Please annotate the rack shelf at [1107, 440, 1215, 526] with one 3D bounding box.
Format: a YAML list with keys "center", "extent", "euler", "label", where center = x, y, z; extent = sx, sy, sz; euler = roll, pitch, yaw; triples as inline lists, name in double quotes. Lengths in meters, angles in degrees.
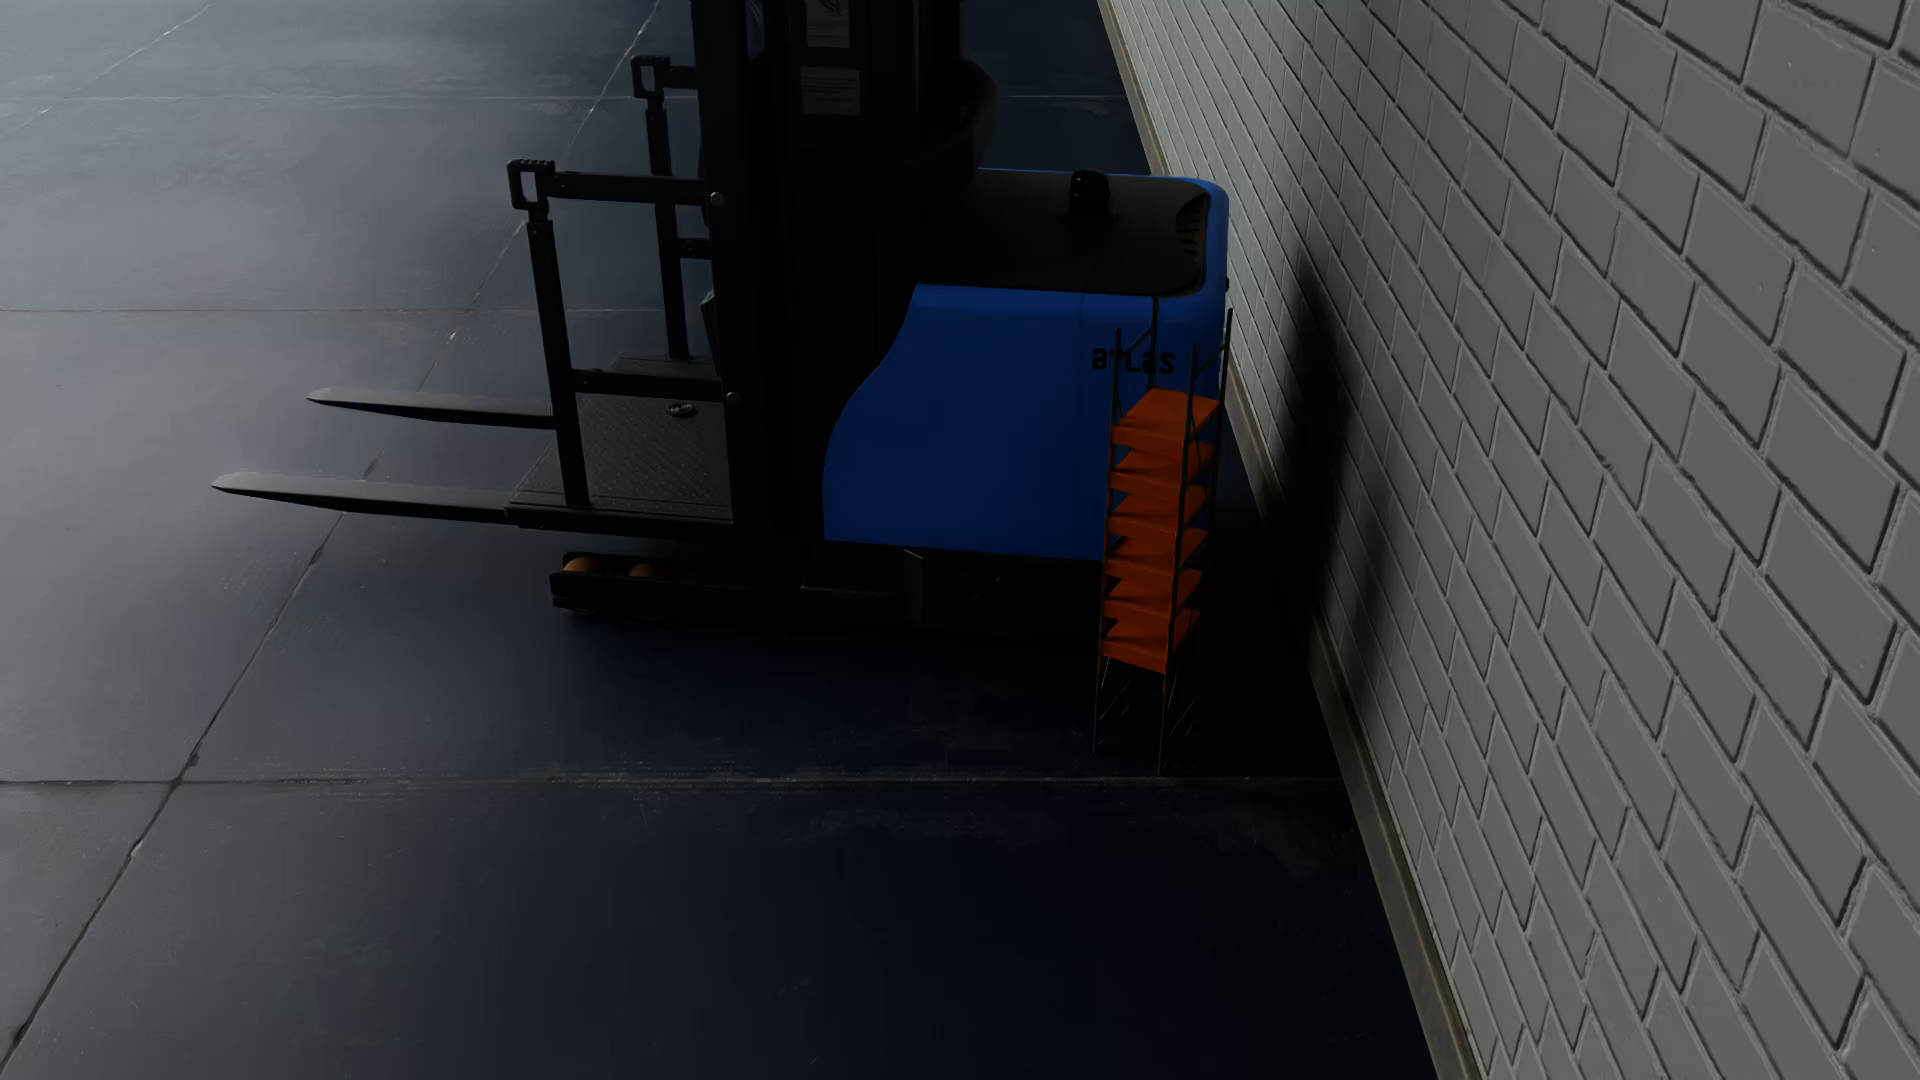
- center: [0.486, -0.155, 3.972]
  extent: [0.180, 0.103, 0.258]
  euler: [16, 35, 24]
  label: "rack shelf"

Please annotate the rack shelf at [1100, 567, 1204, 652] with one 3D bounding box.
- center: [0.486, 0.152, 4.159]
  extent: [0.180, 0.103, 0.258]
  euler: [16, 35, 24]
  label: "rack shelf"

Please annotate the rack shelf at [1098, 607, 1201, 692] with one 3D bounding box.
- center: [0.486, 0.255, 4.221]
  extent: [0.180, 0.103, 0.258]
  euler: [16, 35, 24]
  label: "rack shelf"

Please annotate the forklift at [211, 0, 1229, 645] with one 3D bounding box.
- center: [-0.751, -1.283, 4.540]
  extent: [3.031, 2.935, 1.130]
  euler: [4, 32, 7]
  label: "forklift"

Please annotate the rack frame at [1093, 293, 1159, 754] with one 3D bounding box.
- center: [0.406, -0.011, 4.111]
  extent: [0.006, 1.200, 0.240]
  euler: [16, 35, 24]
  label: "rack frame"

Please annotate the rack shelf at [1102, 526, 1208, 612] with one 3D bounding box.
- center: [0.486, 0.050, 4.097]
  extent: [0.180, 0.103, 0.258]
  euler: [16, 35, 24]
  label: "rack shelf"

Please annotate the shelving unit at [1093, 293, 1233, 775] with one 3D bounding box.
- center: [0.486, 0.012, 4.074]
  extent: [0.189, 1.200, 0.258]
  euler: [16, 35, 24]
  label: "shelving unit"

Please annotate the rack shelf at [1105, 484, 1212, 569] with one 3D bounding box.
- center: [0.486, -0.053, 4.035]
  extent: [0.180, 0.103, 0.258]
  euler: [16, 35, 24]
  label: "rack shelf"

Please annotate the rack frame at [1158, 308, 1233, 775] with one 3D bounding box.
- center: [0.566, 0.035, 4.036]
  extent: [0.006, 1.200, 0.240]
  euler: [16, 35, 24]
  label: "rack frame"

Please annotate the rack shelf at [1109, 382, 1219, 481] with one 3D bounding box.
- center: [0.486, -0.258, 3.910]
  extent: [0.180, 0.103, 0.258]
  euler: [16, 35, 24]
  label: "rack shelf"
